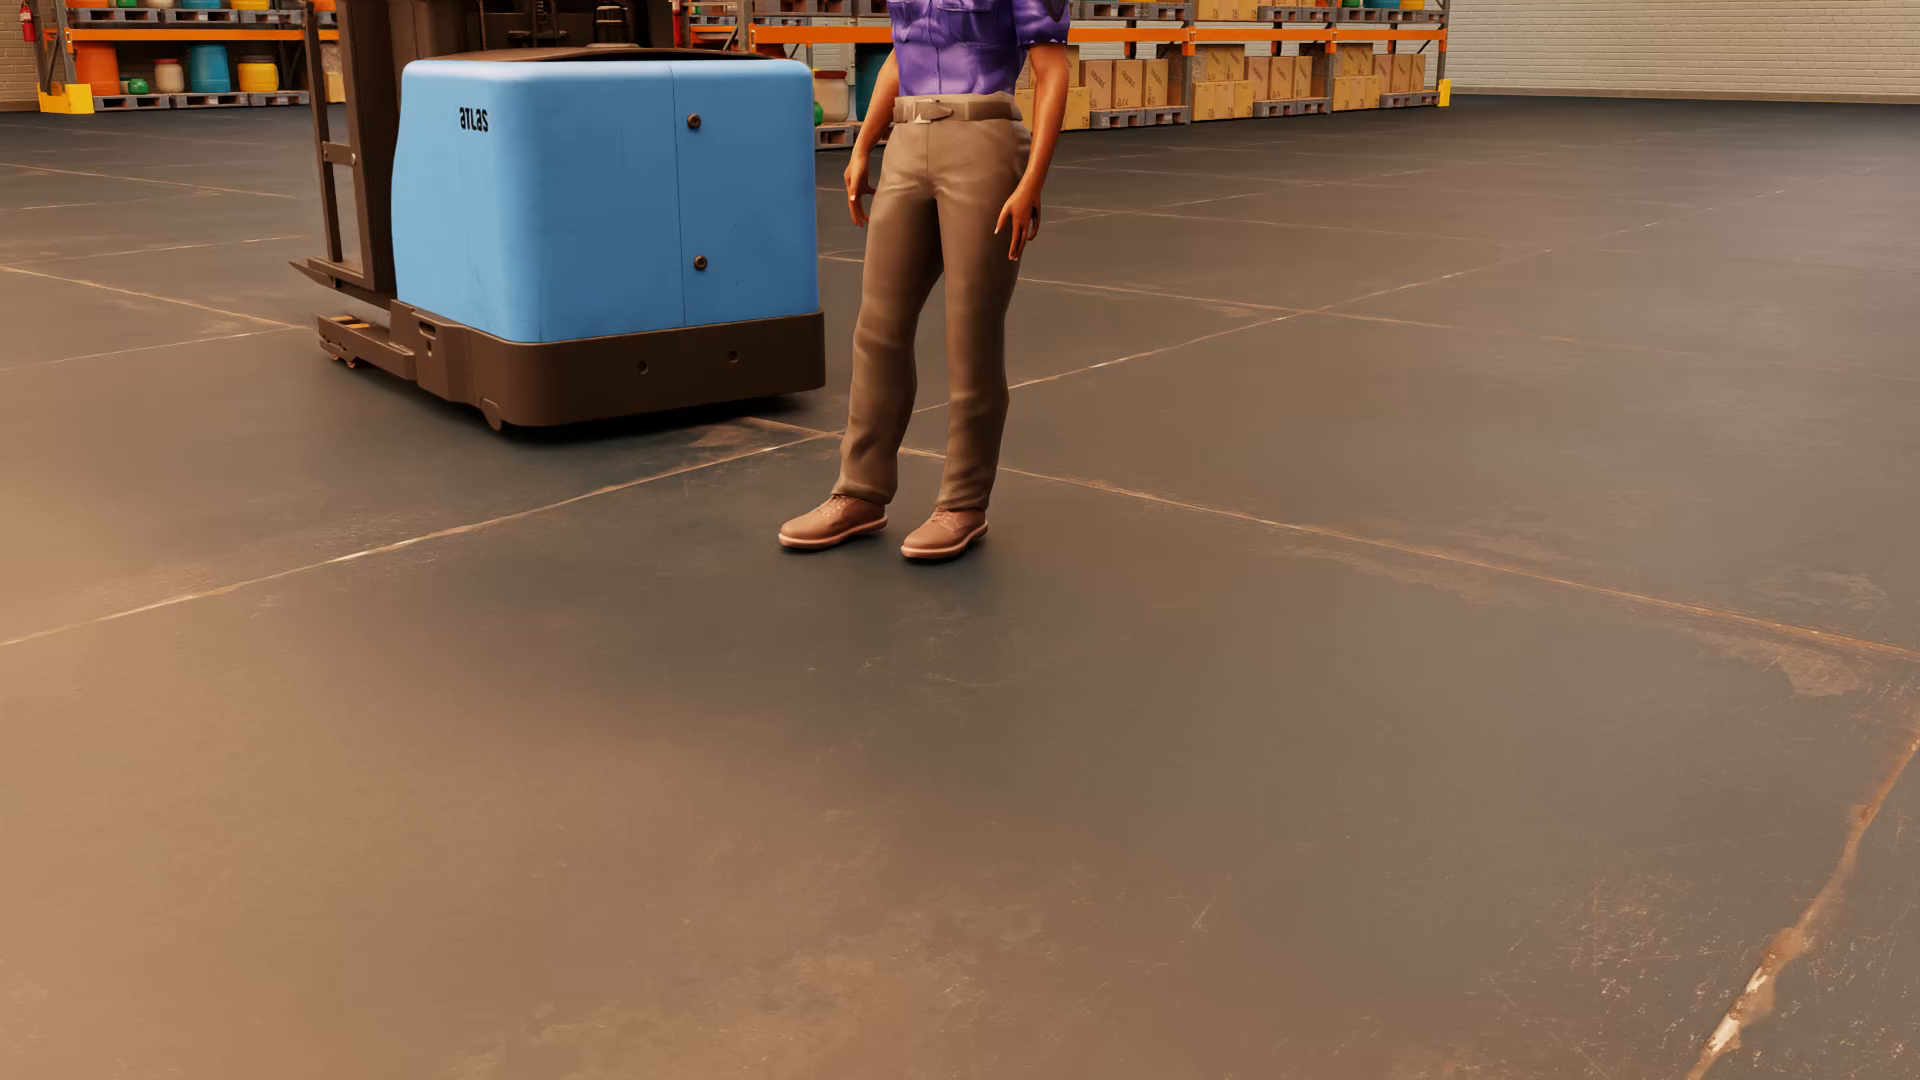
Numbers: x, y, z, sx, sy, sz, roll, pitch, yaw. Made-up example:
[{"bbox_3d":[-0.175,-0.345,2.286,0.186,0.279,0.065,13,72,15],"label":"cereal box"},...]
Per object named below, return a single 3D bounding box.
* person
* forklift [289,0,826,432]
[{"bbox_3d":[-0.071,-0.782,3.647,0.569,1.654,0.504,13,21,37],"label":"person"},{"bbox_3d":[-1.705,-2.089,5.778,1.130,2.935,3.031,-12,21,-34],"label":"forklift"}]
